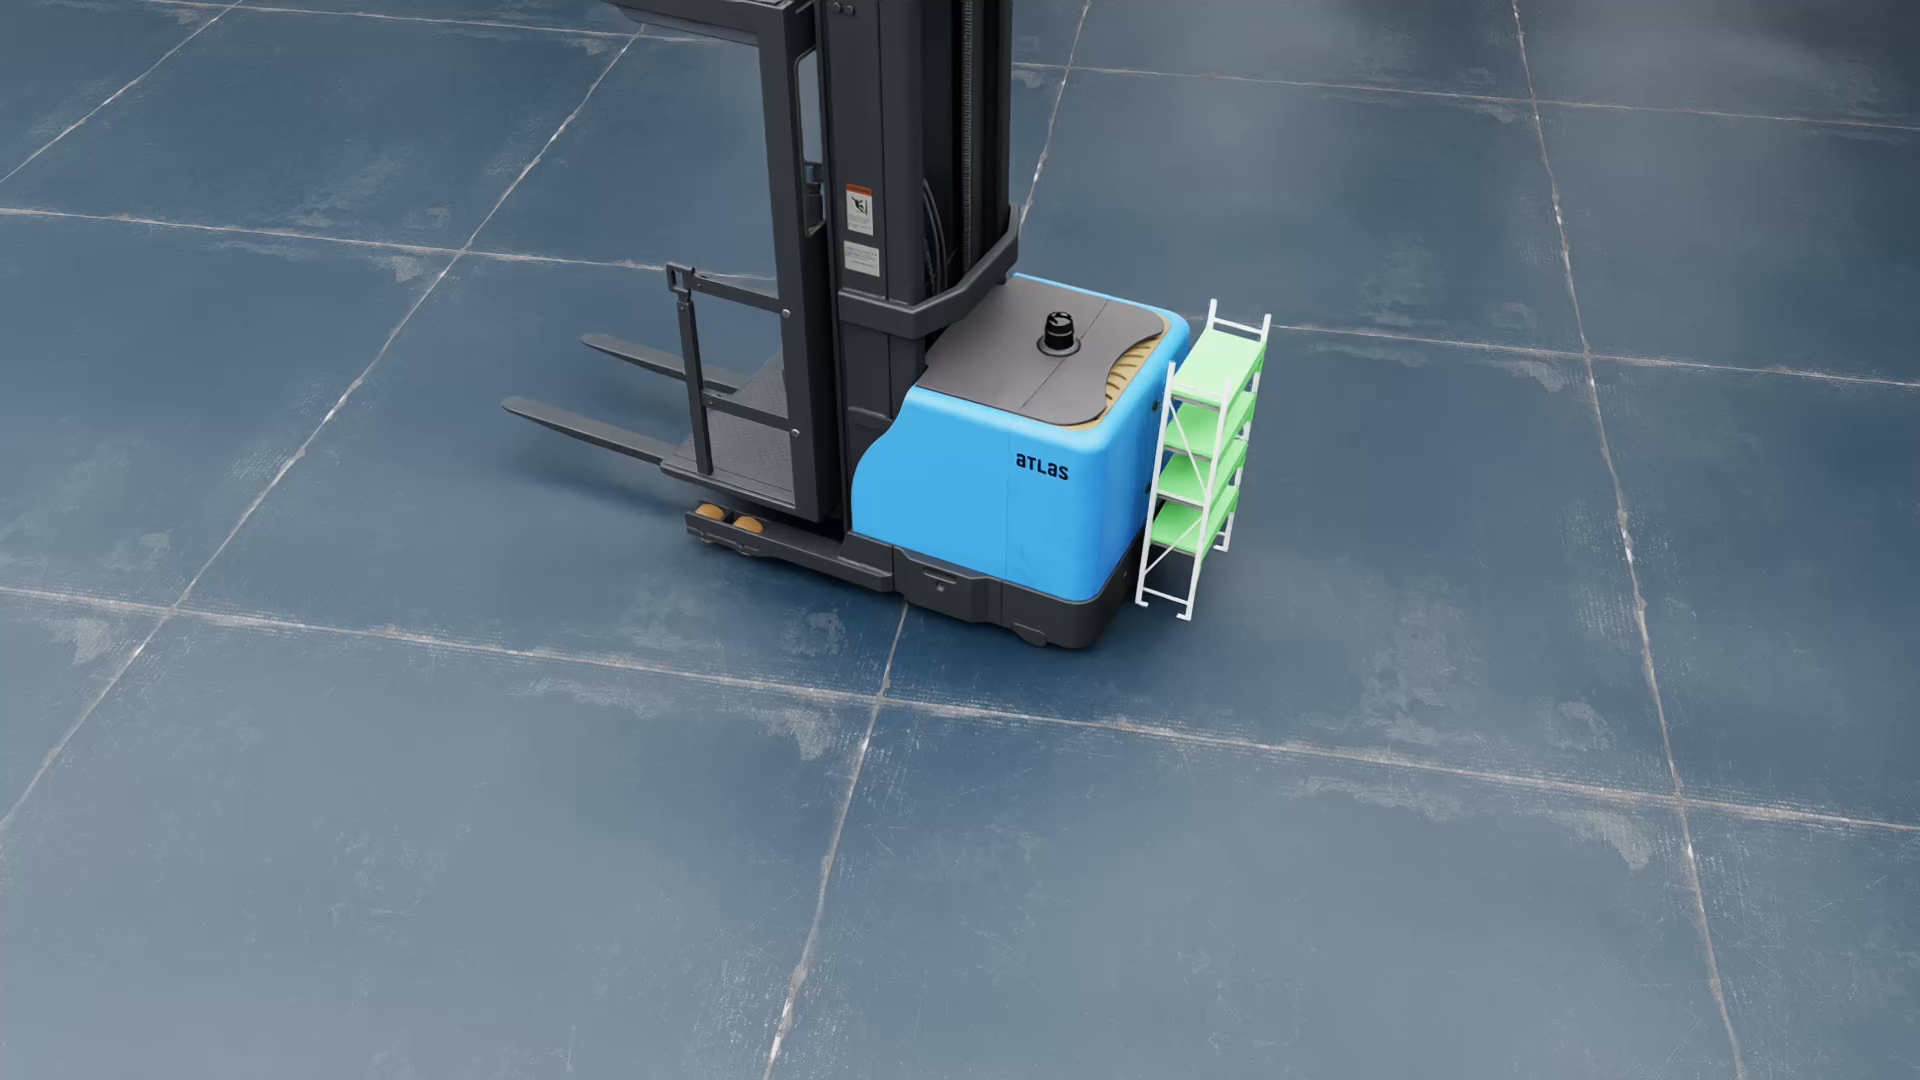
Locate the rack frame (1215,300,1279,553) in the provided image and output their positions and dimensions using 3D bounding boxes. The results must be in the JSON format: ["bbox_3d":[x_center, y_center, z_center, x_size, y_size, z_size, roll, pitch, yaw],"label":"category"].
[{"bbox_3d":[1.091,-0.441,6.831,0.240,1.200,0.015,20,44,18],"label":"rack frame"}]

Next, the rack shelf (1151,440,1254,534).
[{"bbox_3d":[0.978,-0.254,6.705,0.258,0.148,0.480,20,44,18],"label":"rack shelf"}]

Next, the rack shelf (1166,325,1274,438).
[{"bbox_3d":[1.001,-0.616,6.390,0.258,0.148,0.480,20,44,18],"label":"rack shelf"}]

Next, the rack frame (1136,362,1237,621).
[{"bbox_3d":[0.871,-0.163,6.495,0.240,1.200,0.015,20,44,18],"label":"rack frame"}]

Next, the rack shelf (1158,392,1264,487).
[{"bbox_3d":[0.989,-0.435,6.548,0.258,0.148,0.480,20,44,18],"label":"rack shelf"}]

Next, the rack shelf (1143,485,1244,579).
[{"bbox_3d":[0.966,-0.073,6.862,0.258,0.148,0.480,20,44,18],"label":"rack shelf"}]

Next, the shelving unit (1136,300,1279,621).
[{"bbox_3d":[0.981,-0.302,6.663,0.258,1.200,0.503,20,44,18],"label":"shelving unit"}]

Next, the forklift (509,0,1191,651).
[{"bbox_3d":[-0.608,-1.360,6.594,3.031,2.935,1.130,19,43,21],"label":"forklift"}]
